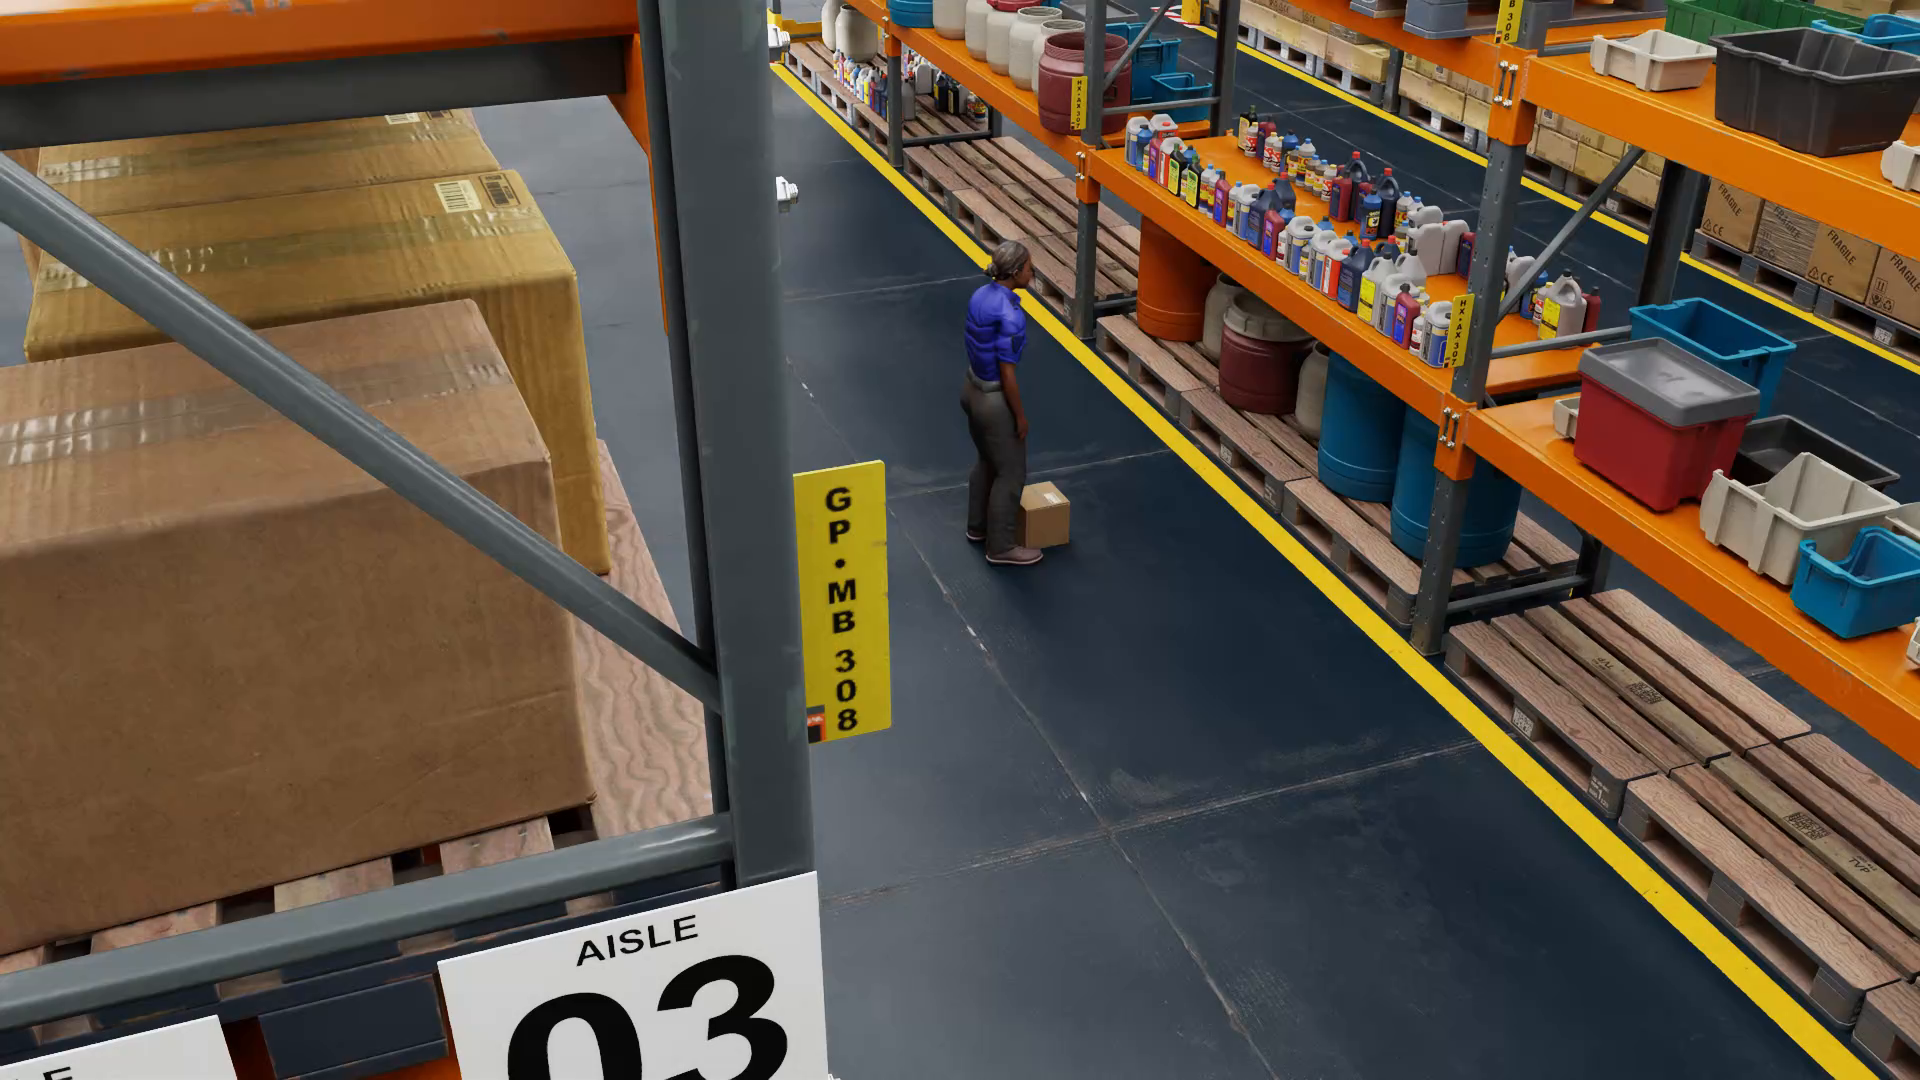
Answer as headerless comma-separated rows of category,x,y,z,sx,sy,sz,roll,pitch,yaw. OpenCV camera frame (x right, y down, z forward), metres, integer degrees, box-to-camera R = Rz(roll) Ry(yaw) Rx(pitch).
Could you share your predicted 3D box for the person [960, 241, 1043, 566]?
person,0.199,-0.683,8.330,0.352,1.640,0.518,-11,32,-18
